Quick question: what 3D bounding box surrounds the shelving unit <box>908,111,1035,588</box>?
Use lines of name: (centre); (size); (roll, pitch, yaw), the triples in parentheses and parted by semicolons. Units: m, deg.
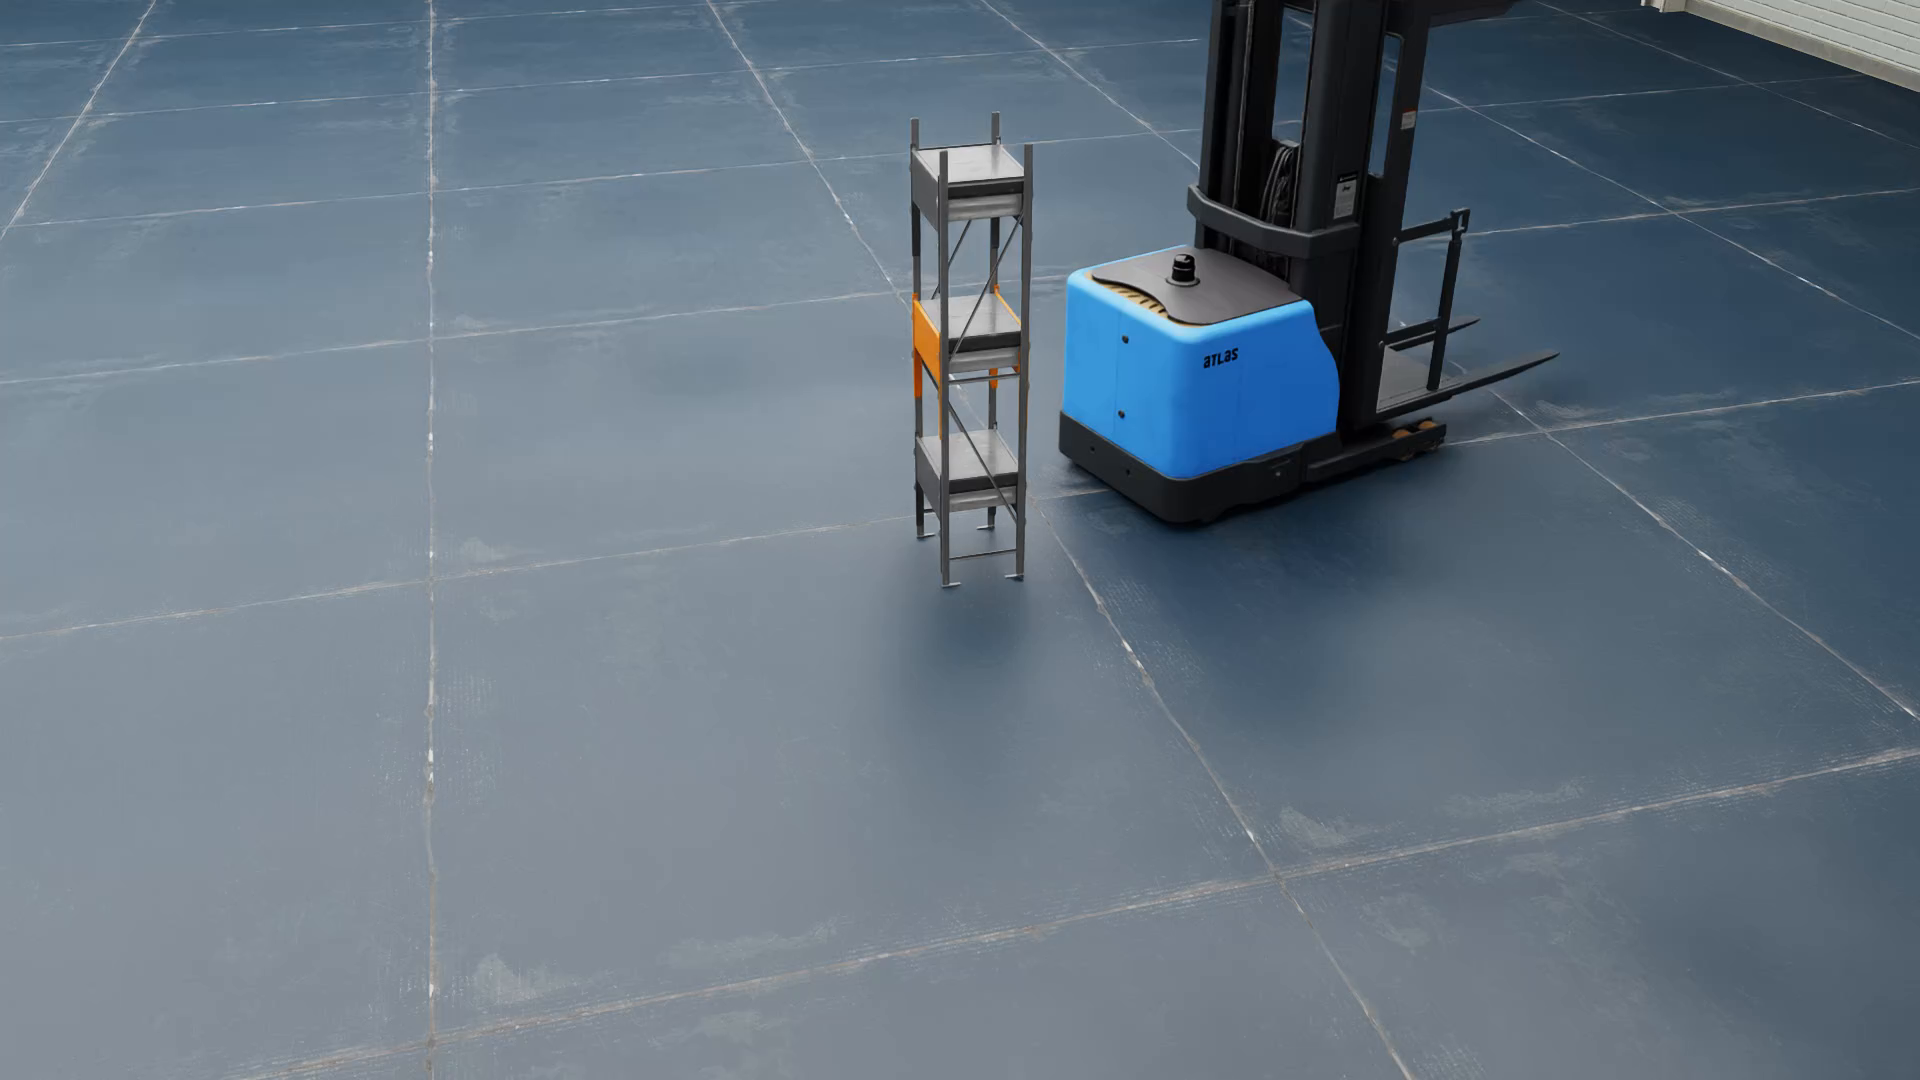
shelving unit: (0.044, -0.829, 7.586); (0.431, 2.100, 0.503); (-8, 31, -13)

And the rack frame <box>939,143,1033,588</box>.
rack frame: (0.109, -0.711, 7.382); (0.400, 2.100, 0.015); (-8, 31, -13)

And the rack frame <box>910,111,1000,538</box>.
rack frame: (-0.021, -0.947, 7.789); (0.400, 2.100, 0.015); (-8, 31, -13)

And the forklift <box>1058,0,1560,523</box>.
forklift: (2.047, -1.901, 8.609); (3.031, 2.935, 1.130); (-18, 35, -28)

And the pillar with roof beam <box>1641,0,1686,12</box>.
pillar with roof beam: (3.655, -9.230, 15.213); (9.100, 9.000, 0.400); (-8, 31, -13)

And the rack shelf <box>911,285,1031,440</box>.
rack shelf: (0.044, -0.817, 7.593); (0.431, 0.518, 0.480); (-8, 31, -13)

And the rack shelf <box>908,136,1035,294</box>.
rack shelf: (0.044, -1.423, 7.242); (0.431, 0.518, 0.480); (-8, 31, -13)

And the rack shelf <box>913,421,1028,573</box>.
rack shelf: (0.044, -0.211, 7.943); (0.431, 0.518, 0.480); (-8, 31, -13)
